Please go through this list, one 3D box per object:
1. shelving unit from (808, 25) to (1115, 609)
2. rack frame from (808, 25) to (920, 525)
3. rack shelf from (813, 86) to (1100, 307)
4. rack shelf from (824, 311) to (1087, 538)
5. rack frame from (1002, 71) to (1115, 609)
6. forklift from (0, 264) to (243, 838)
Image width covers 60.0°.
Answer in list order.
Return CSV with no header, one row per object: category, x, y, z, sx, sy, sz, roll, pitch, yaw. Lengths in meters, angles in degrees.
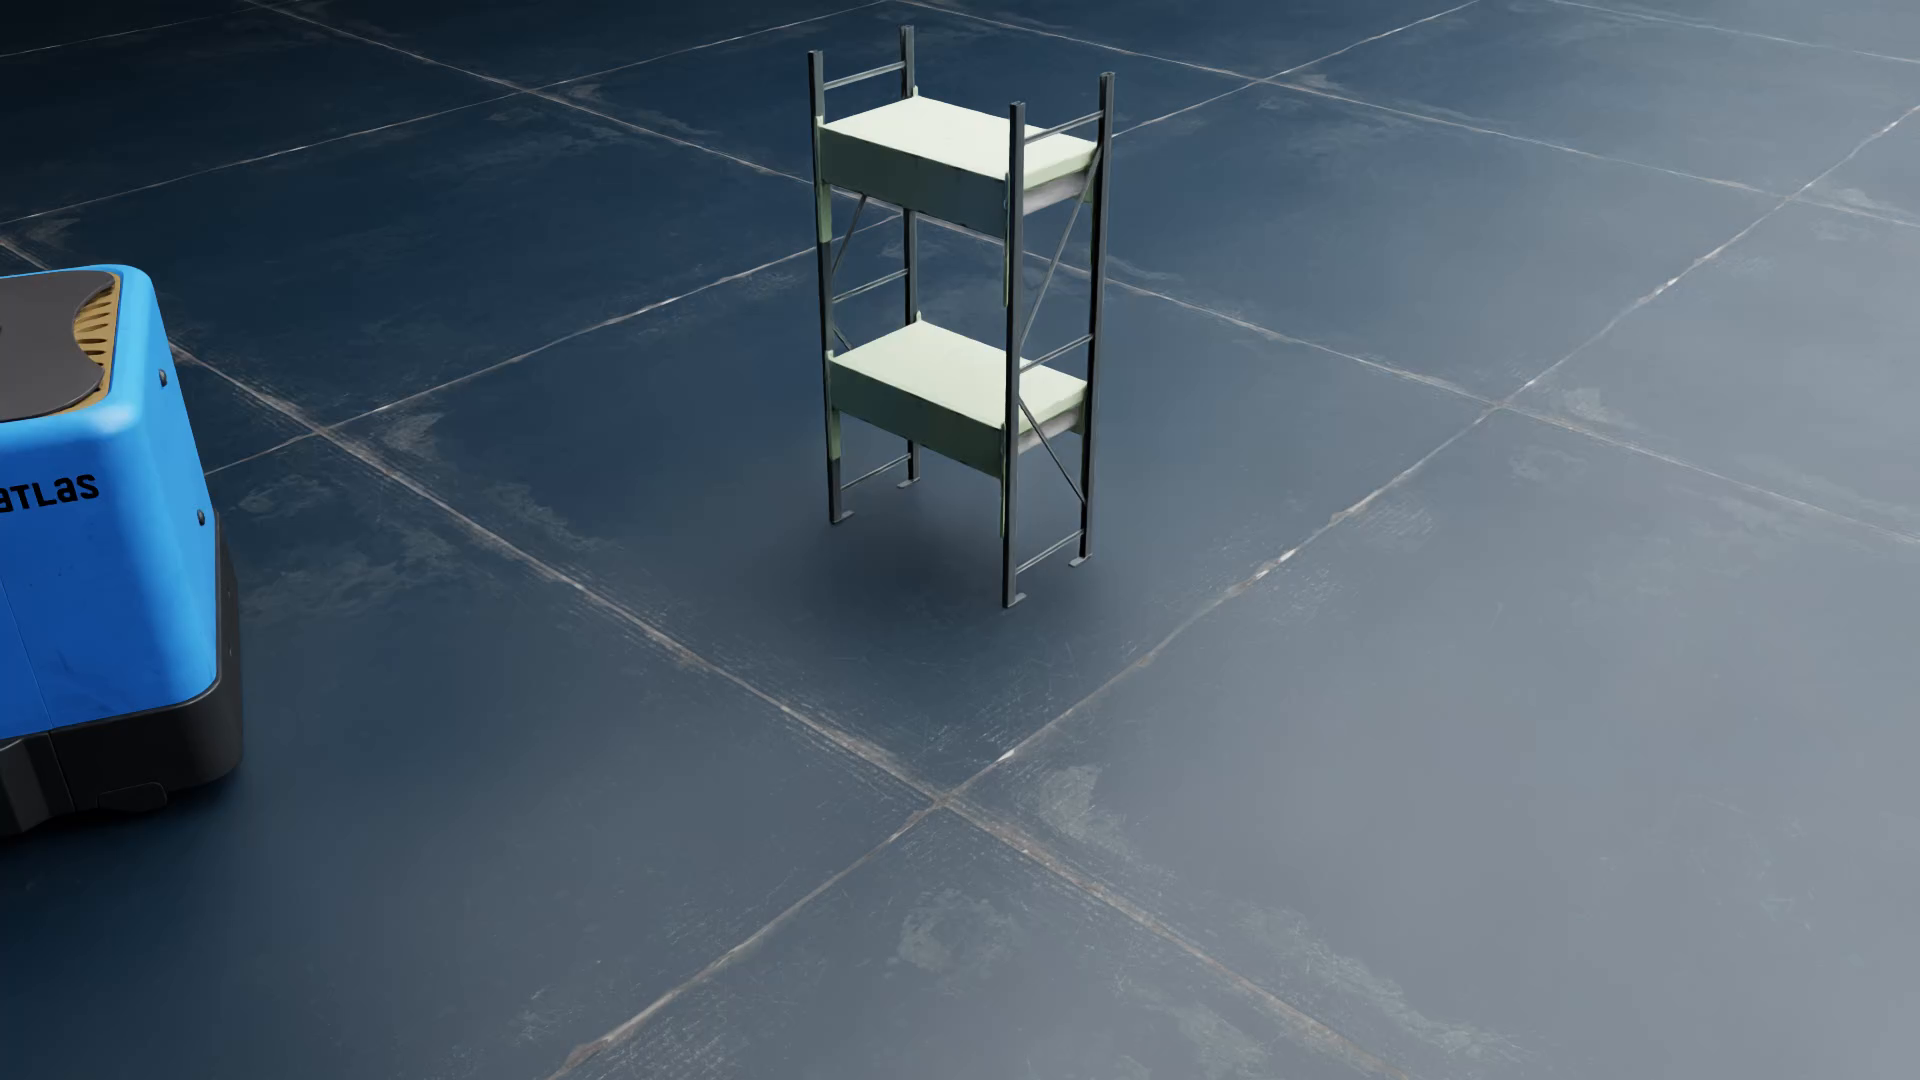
shelving unit,-0.005,-0.645,4.867,0.755,1.500,0.431,25,39,35
rack frame,-0.276,-0.772,5.077,0.023,1.500,0.400,25,39,35
rack shelf,-0.005,-0.979,4.666,0.720,0.370,0.431,25,39,35
rack shelf,-0.005,-0.366,5.035,0.720,0.370,0.431,25,39,35
rack frame,0.266,-0.518,4.657,0.023,1.500,0.400,25,39,35
forklift,-3.382,-0.575,3.364,3.031,2.935,1.130,-11,33,-18
